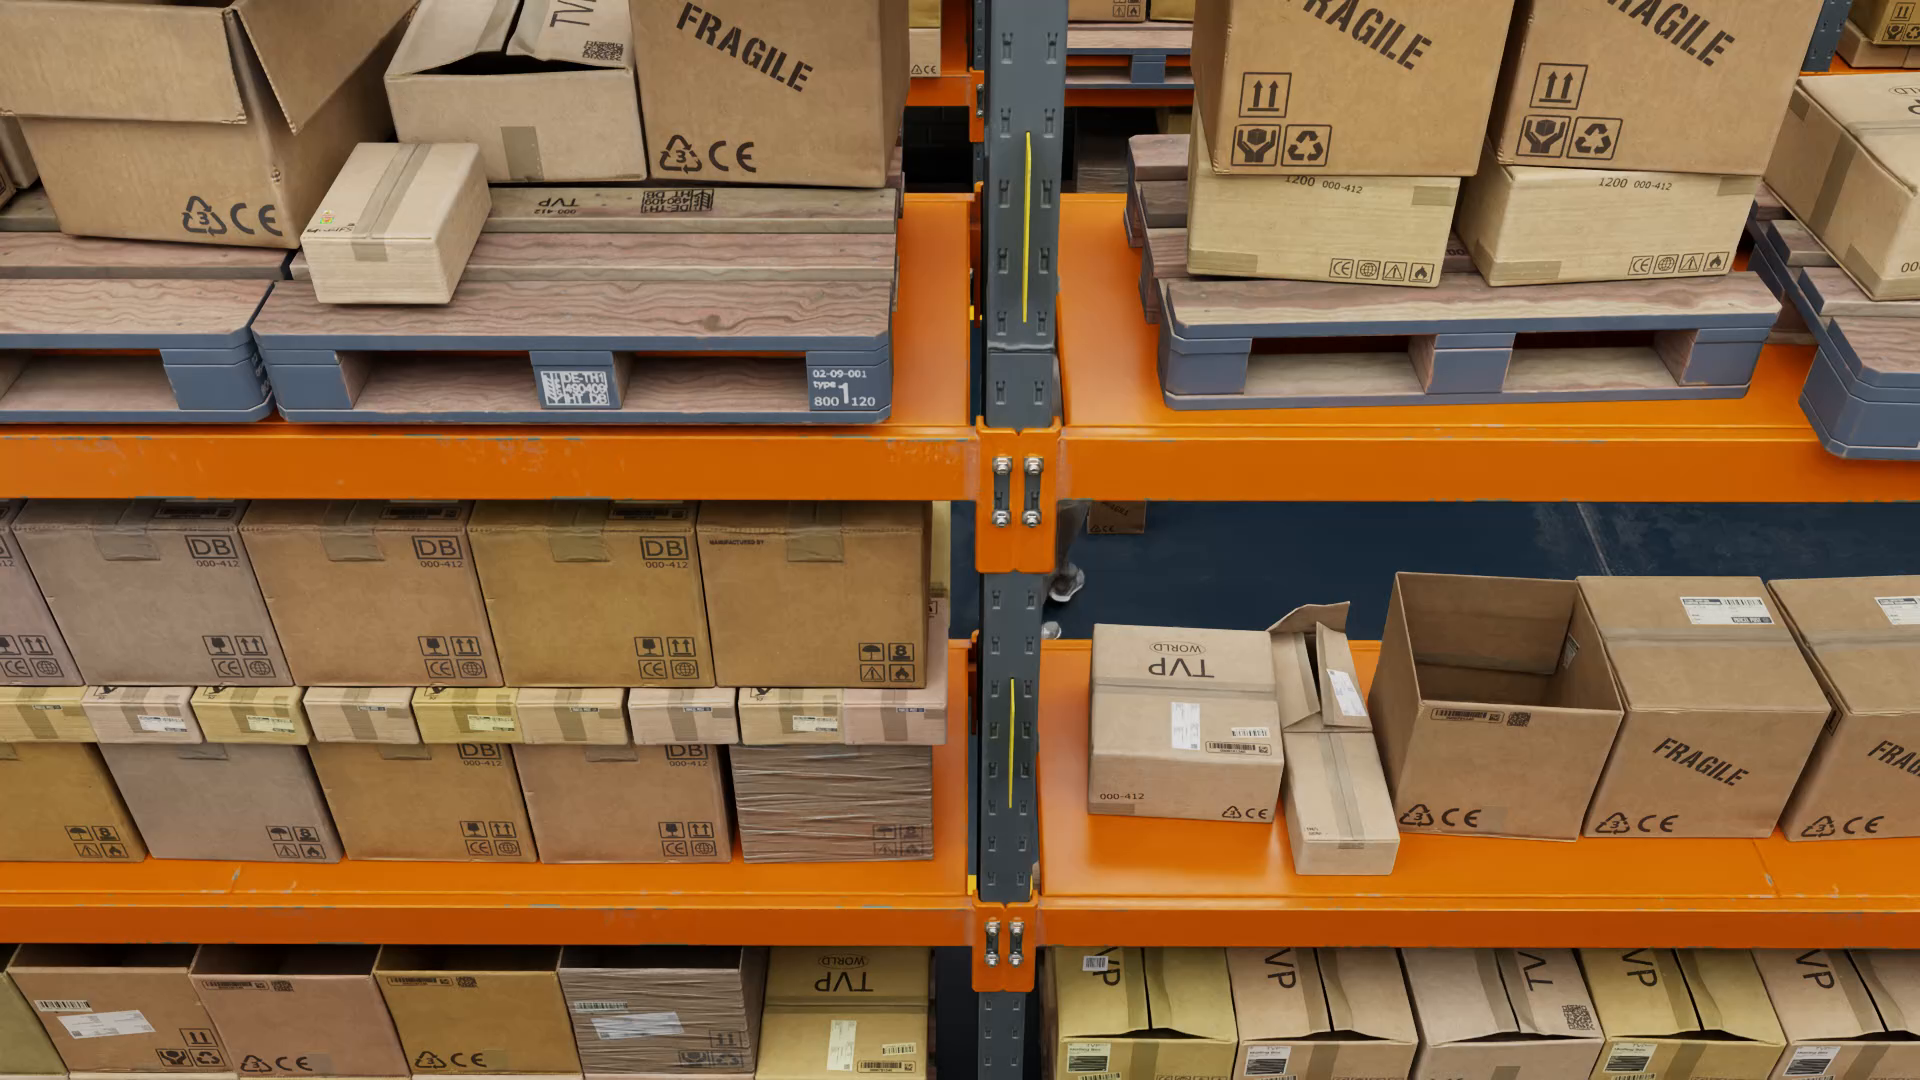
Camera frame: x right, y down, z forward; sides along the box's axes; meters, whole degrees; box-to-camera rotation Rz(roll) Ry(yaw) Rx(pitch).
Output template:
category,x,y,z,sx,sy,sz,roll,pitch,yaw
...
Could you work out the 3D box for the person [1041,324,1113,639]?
category,x,y,z,sx,sy,sz,roll,pitch,yaw
person,0.411,-0.243,6.450,0.636,1.611,0.419,-32,50,-32
